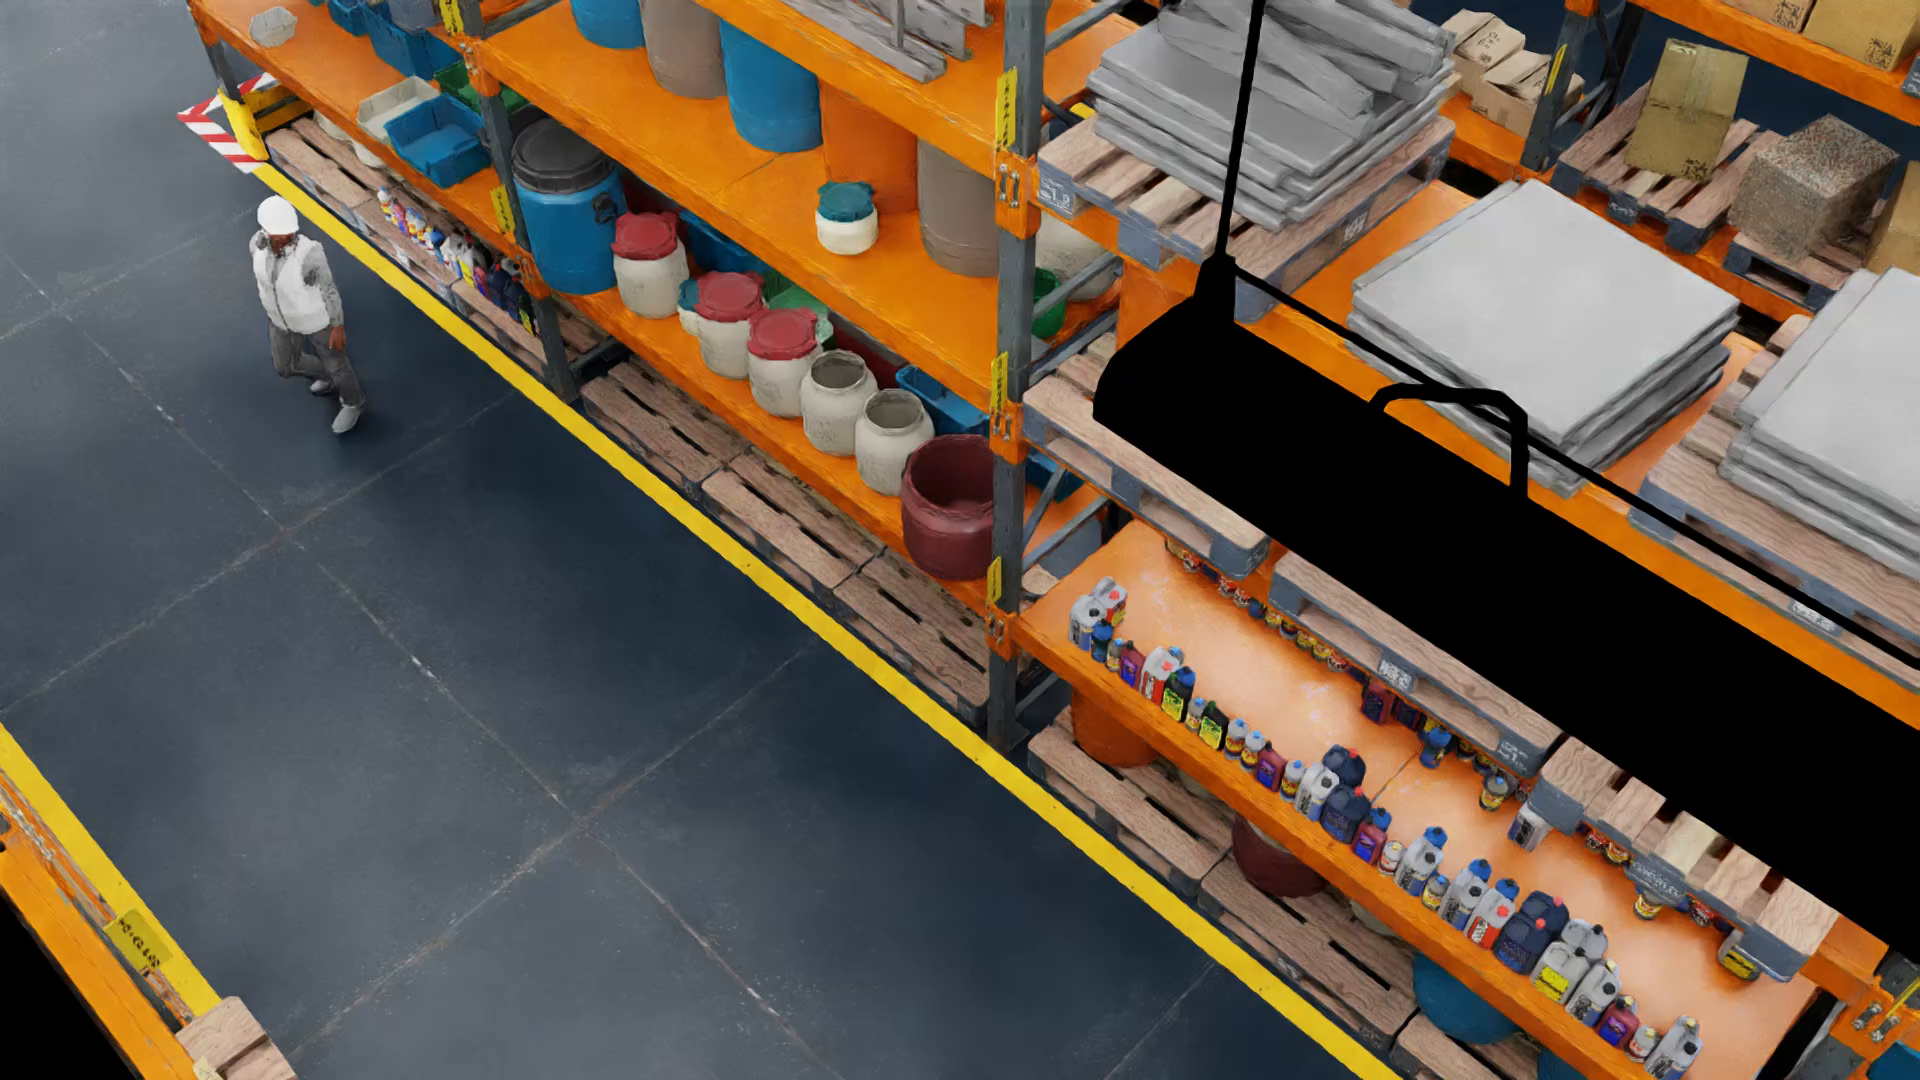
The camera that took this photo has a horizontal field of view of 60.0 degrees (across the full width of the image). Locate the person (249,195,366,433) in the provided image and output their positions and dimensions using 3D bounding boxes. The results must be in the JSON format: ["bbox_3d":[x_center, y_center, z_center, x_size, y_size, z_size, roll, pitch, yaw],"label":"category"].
[{"bbox_3d":[-4.099,-1.426,10.431,0.569,1.770,0.446,13,51,11],"label":"person"}]
